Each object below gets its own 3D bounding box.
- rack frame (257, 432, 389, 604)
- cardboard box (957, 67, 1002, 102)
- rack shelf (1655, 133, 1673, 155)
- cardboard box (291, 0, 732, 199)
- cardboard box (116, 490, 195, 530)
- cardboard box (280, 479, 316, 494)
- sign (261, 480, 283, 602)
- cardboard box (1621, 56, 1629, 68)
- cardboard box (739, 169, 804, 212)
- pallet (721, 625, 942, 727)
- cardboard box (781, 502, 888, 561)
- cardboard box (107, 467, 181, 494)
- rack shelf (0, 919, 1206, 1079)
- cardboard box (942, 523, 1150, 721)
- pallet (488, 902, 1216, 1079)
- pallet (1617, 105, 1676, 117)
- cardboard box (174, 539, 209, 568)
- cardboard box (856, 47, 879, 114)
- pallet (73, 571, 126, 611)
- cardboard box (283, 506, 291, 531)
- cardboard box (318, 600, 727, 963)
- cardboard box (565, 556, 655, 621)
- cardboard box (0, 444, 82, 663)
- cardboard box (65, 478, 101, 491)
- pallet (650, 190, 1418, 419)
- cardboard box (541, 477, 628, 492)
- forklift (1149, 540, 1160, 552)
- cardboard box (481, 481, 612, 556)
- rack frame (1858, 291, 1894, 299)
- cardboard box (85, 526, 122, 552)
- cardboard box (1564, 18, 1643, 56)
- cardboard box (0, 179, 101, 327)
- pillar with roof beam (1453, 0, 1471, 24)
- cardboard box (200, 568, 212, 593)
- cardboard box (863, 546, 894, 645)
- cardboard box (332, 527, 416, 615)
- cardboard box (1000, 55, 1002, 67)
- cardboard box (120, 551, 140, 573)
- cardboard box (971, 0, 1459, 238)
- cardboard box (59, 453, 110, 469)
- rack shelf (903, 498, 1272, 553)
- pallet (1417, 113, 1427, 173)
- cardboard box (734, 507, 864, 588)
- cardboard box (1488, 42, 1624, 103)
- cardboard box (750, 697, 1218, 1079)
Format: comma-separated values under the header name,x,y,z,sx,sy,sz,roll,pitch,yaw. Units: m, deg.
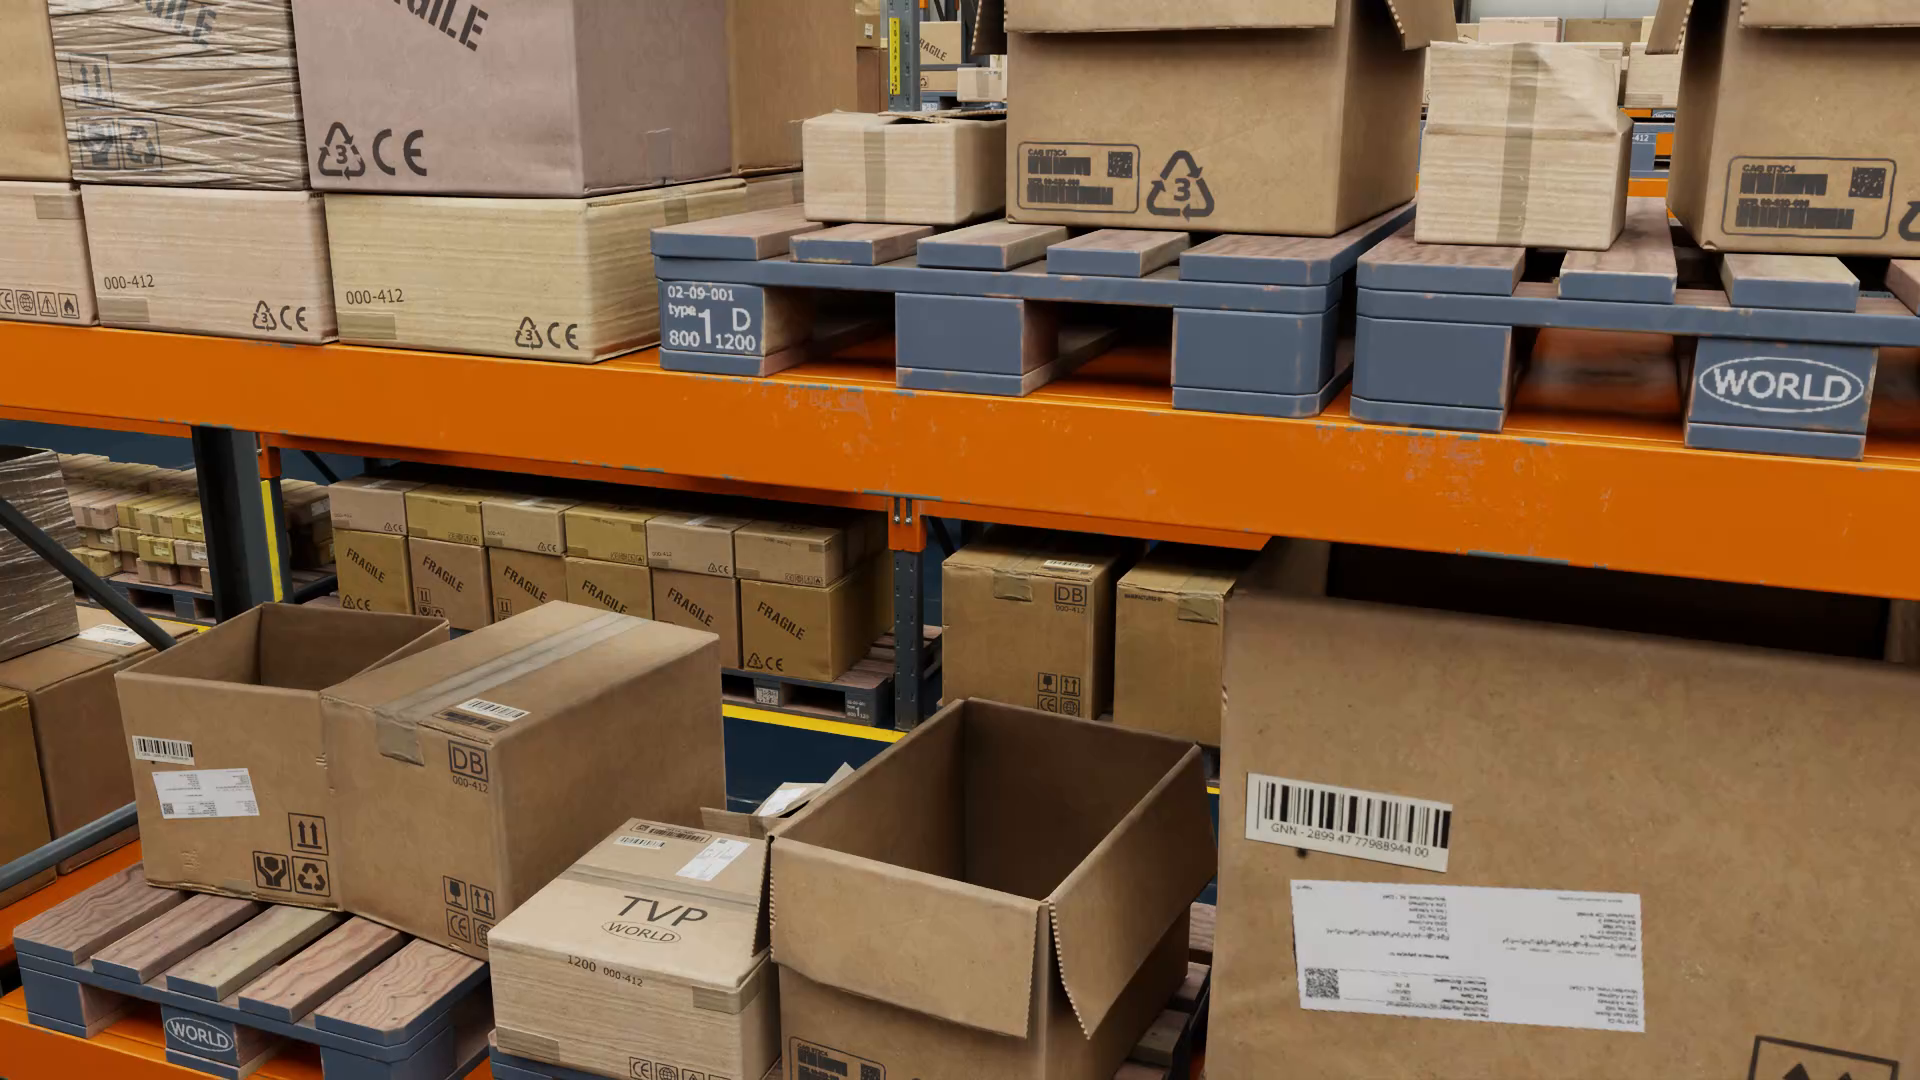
name,x,y,z,sx,sy,sz,roll,pitch,yaw
rack frame,-3.809,-1.012,9.778,0.127,3.000,1.000,6,17,21
cardboard box,0.164,-2.096,7.652,0.250,0.149,0.380,6,17,18
rack shelf,3.495,-2.787,11.804,4.000,0.370,1.077,6,17,21
cardboard box,-0.718,-0.838,2.723,0.500,0.500,0.500,6,17,19
cardboard box,-4.934,-0.185,10.224,0.250,0.149,0.380,7,18,22
cardboard box,-4.287,-0.262,10.491,0.250,0.149,0.380,7,18,23
sign,-1.811,0.014,4.311,0.005,0.325,0.100,6,17,21
cardboard box,4.290,-3.133,11.220,0.500,0.250,0.500,7,17,21
cardboard box,-0.537,-0.611,3.285,0.500,0.250,0.500,7,18,22
pallet,-0.814,0.656,9.034,1.213,0.211,1.003,6,17,21
cardboard box,-0.640,-0.097,9.013,0.500,0.250,0.500,5,17,18
cardboard box,-5.282,-0.350,10.792,0.250,0.149,0.380,6,17,18
rack shelf,-0.141,1.224,3.369,4.000,0.370,1.077,6,17,21
cardboard box,0.446,0.362,8.329,0.750,0.750,1.050,6,17,20
pallet,-0.145,0.958,3.339,1.213,0.211,1.003,6,17,21
pallet,4.821,-2.929,11.338,1.003,0.211,1.213,6,17,21
cardboard box,-4.474,0.039,9.987,0.250,0.149,0.380,5,17,18
cardboard box,-0.712,-2.084,7.911,0.500,0.500,0.500,6,17,21
pallet,-5.585,0.144,10.800,1.213,0.211,1.003,6,17,21
cardboard box,-4.235,-0.099,9.927,0.250,0.149,0.380,7,18,22
cardboard box,-0.928,0.500,3.639,0.500,0.500,0.700,9,19,29
cardboard box,-1.775,0.293,9.015,0.500,0.500,0.500,5,17,18
cardboard box,-2.676,0.065,4.092,0.637,0.503,0.797,7,18,23
cardboard box,-5.666,-0.267,10.506,0.250,0.149,0.380,6,17,21
pallet,0.218,-0.464,2.847,1.003,0.211,1.213,6,17,21
cardboard box,-2.053,-0.256,9.560,0.500,0.250,0.500,5,17,18
forklift,1.874,-0.983,9.804,3.031,2.935,1.130,12,20,36
cardboard box,-2.249,-0.122,9.098,0.500,0.250,0.500,7,18,23
rack frame,3.634,-0.193,6.959,0.127,3.000,1.000,6,17,21
cardboard box,-5.172,-0.056,10.314,0.250,0.149,0.380,7,17,22
cardboard box,4.492,-3.510,11.622,0.500,0.250,0.500,6,17,19
cardboard box,-1.658,-0.581,3.183,0.500,0.250,0.500,7,17,22
pillar with roof beam,3.416,-5.049,12.926,0.400,9.000,9.100,6,17,21
cardboard box,-4.298,0.204,9.951,0.250,0.149,0.380,7,17,21
cardboard box,-0.652,0.258,9.136,0.500,0.500,0.500,6,17,18
cardboard box,-3.218,0.131,9.571,0.500,0.500,0.500,7,18,23
cardboard box,0.644,-3.639,12.515,0.500,0.500,0.700,5,17,18
cardboard box,-4.979,0.087,10.354,0.250,0.149,0.380,6,17,19
cardboard box,0.442,-0.779,2.658,0.637,0.503,0.797,7,18,23
cardboard box,-5.956,-0.461,11.173,0.250,0.149,0.380,7,18,23
rack shelf,1.773,-0.052,7.764,4.000,0.370,1.077,6,17,21
pallet,1.572,-1.787,7.406,1.213,0.211,1.003,7,18,23
cardboard box,-0.820,0.034,8.561,0.500,0.250,0.500,6,17,19
cardboard box,2.404,-1.881,6.728,0.500,0.250,0.500,6,17,20
cardboard box,0.073,0.678,3.019,0.637,0.503,0.797,8,18,26
